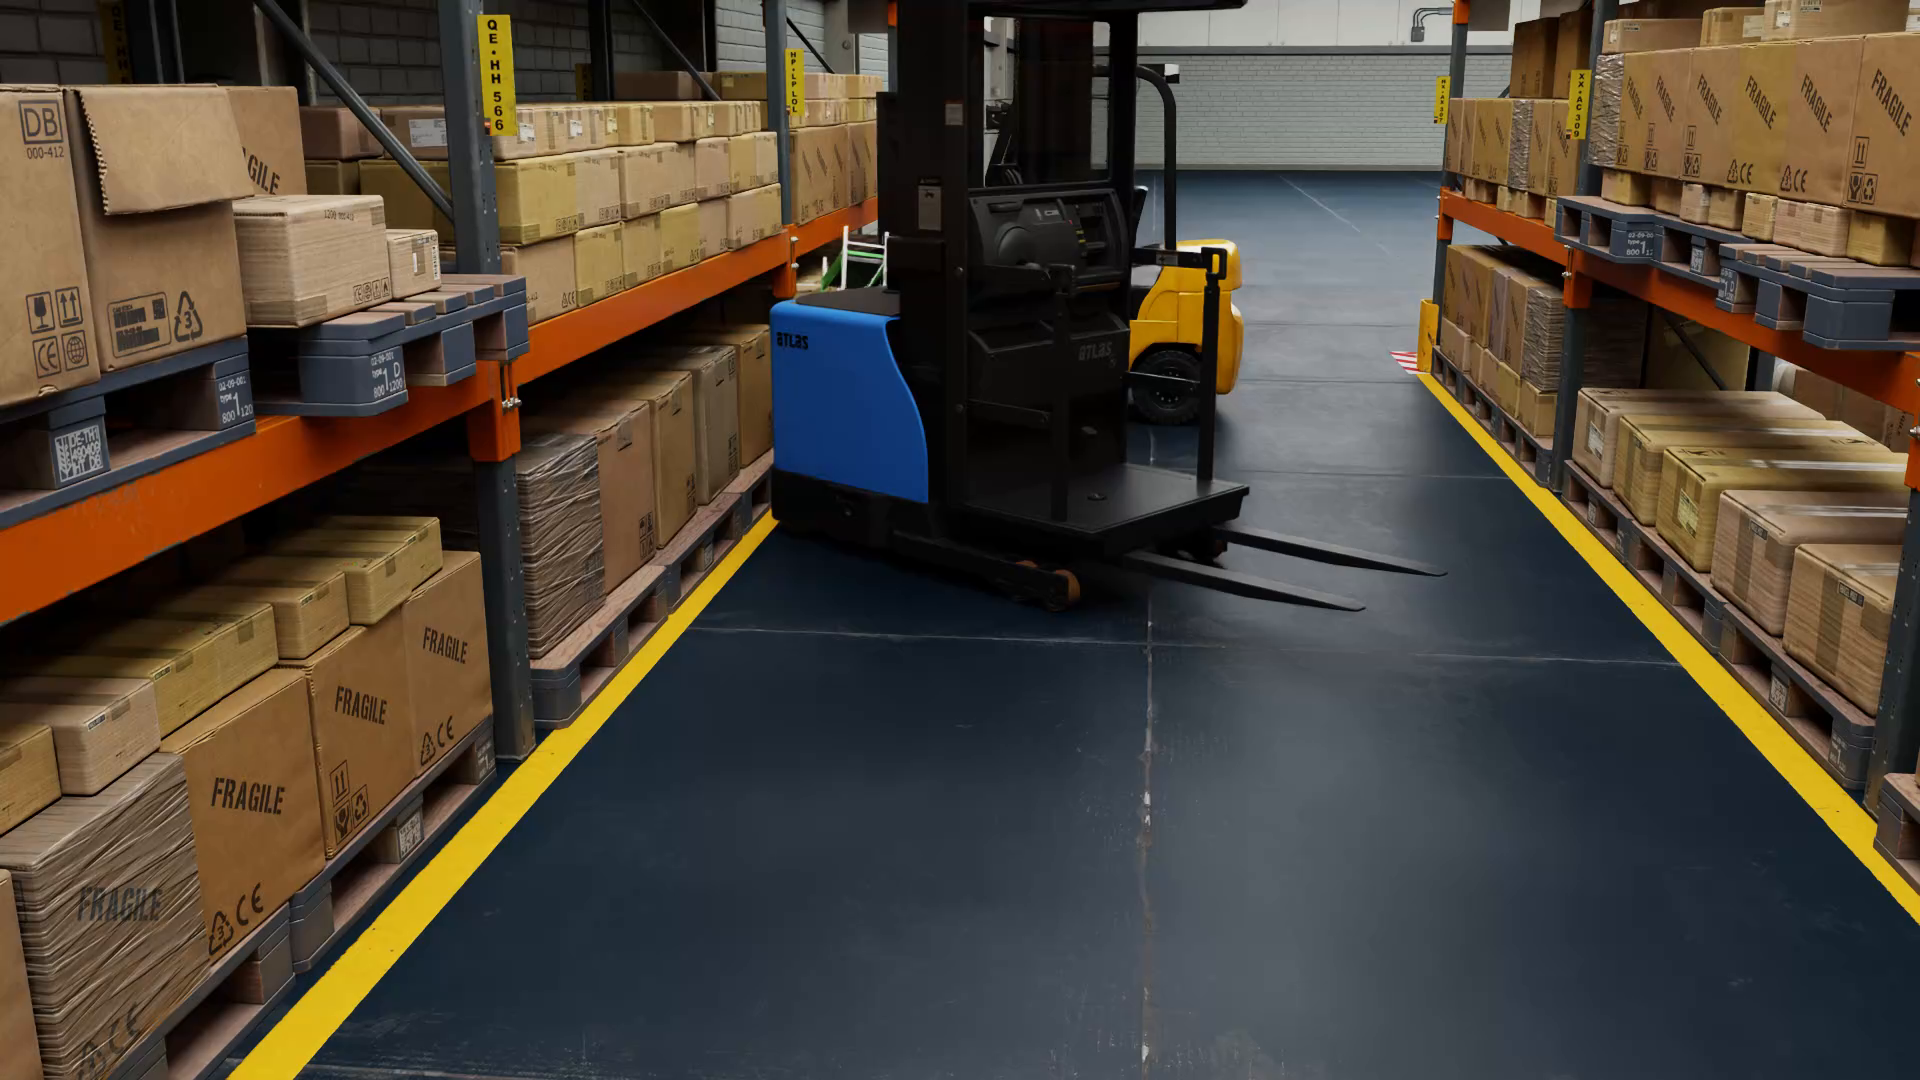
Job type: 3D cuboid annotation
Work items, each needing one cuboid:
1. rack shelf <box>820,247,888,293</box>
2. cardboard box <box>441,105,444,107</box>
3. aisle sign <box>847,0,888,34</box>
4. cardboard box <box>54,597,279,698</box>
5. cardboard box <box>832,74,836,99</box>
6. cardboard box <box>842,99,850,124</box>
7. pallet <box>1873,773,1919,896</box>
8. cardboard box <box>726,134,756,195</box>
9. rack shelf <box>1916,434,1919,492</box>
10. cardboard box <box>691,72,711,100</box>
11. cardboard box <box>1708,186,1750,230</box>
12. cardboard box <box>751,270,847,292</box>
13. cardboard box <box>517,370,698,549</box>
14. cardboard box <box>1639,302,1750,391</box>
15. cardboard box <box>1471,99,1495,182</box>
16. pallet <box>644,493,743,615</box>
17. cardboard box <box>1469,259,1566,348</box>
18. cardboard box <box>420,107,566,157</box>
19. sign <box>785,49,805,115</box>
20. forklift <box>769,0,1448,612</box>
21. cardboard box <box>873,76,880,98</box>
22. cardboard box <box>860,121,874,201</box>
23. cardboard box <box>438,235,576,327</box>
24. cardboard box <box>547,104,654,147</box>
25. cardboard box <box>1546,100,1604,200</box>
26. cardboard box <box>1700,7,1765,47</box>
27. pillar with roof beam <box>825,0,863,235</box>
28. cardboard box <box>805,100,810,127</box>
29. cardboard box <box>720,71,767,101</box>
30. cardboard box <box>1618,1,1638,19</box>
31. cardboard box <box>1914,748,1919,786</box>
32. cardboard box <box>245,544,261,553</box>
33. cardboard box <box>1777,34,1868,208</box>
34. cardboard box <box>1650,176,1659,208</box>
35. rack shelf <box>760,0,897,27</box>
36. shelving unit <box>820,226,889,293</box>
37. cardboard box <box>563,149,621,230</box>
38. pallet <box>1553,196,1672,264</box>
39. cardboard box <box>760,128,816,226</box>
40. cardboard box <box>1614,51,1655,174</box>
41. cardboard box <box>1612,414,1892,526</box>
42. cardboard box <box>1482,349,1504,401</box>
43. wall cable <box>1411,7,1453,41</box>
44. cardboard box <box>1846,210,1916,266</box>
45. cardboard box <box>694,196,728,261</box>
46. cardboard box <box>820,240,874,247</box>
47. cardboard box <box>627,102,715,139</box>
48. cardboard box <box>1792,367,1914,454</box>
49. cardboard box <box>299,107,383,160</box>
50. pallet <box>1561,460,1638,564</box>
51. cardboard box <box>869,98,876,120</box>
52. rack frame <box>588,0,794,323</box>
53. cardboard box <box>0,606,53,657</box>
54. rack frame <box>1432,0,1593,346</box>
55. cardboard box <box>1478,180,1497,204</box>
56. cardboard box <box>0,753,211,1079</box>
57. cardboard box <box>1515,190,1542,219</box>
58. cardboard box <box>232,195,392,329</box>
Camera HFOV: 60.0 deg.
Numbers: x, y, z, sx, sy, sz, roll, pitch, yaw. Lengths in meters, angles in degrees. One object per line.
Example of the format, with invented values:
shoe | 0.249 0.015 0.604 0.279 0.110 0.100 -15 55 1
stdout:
rack shelf | -0.562 -1.386 8.803 0.258 0.148 0.480 5 -11 -17
cardboard box | -1.927 -1.510 6.065 0.380 0.149 0.250 2 15 6
aisle sign | -0.634 -4.129 12.204 0.394 0.787 0.004 2 15 6
cardboard box | -1.789 0.242 3.763 0.380 0.149 0.250 2 15 8
cardboard box | -0.977 -2.808 10.298 0.380 0.149 0.250 2 15 6
cardboard box | -0.893 -2.665 10.336 0.380 0.149 0.250 1 15 5
pallet | 2.932 0.903 3.918 1.003 0.211 1.213 2 15 6
cardboard box | -1.237 -1.728 7.637 0.500 0.250 0.500 1 15 5
rack shelf | 2.870 0.221 2.477 1.077 0.370 4.000 2 15 6
cardboard box | -1.580 -2.488 9.114 0.380 0.149 0.250 1 15 5
cardboard box | 2.995 -1.223 6.115 0.380 0.149 0.250 1 15 4
cardboard box | -0.951 -1.435 9.768 0.500 0.250 0.500 2 15 6
cardboard box | -1.611 -0.353 6.964 0.875 0.625 0.625 1 15 4
cardboard box | 3.882 -1.065 8.881 0.500 0.500 0.500 2 15 9
cardboard box | 3.558 -2.531 10.513 0.500 0.500 0.500 1 15 5
pallet | -1.565 0.028 7.155 1.003 0.211 1.213 2 15 6
cardboard box | 3.511 -1.485 10.433 0.500 0.500 0.500 2 15 7
cardboard box | -1.479 -1.295 5.271 0.380 0.149 0.250 2 15 7
sign | -0.845 -2.335 8.485 0.100 0.325 0.005 2 15 6
forklift | 0.536 -1.285 6.798 3.031 2.935 1.130 14 20 41
cardboard box | -0.764 -3.138 11.515 0.380 0.149 0.250 2 15 8
cardboard box | -0.854 -2.511 11.010 0.500 0.500 0.500 1 15 5
cardboard box | -1.544 -0.826 5.257 0.500 0.250 0.500 2 15 6
cardboard box | -1.373 -1.561 6.254 0.380 0.149 0.250 2 15 7
cardboard box | 3.350 -1.997 8.540 0.500 0.500 0.500 1 15 5
cardboard box | 3.123 -1.994 6.481 0.380 0.149 0.250 3 15 9
pillar with roof beam | 3.047 -7.037 16.446 9.100 9.000 0.400 2 15 6
cardboard box | -1.058 -2.400 9.356 0.380 0.149 0.250 2 15 6
cardboard box | -1.054 -2.407 8.812 0.380 0.149 0.250 2 15 7
cardboard box | 3.892 -2.597 8.842 0.700 0.500 0.500 2 15 7
cardboard box | 2.936 0.354 3.871 0.875 0.875 0.875 2 15 6
cardboard box | -2.162 0.315 4.737 0.500 0.500 0.500 2 15 8
cardboard box | 2.919 -1.300 5.158 0.500 0.500 0.500 1 15 5
cardboard box | 3.178 -1.490 7.102 0.380 0.149 0.250 3 15 10
rack shelf | -1.159 -3.447 10.296 1.077 0.370 4.000 2 15 6
shelving unit | -0.573 -0.977 8.727 0.258 1.200 0.503 5 -11 -17
cardboard box | -1.486 -1.197 5.672 0.500 0.250 0.500 2 15 8
pallet | 3.317 -1.396 7.446 1.003 0.211 1.213 2 15 6
cardboard box | -1.076 -1.984 9.060 0.500 0.500 0.500 1 15 5
cardboard box | 3.154 -1.834 7.133 0.500 0.500 0.500 2 15 6
cardboard box | 3.413 -0.294 7.233 0.950 0.372 0.625 3 15 10
cardboard box | 3.459 -0.989 10.038 0.500 0.250 0.500 2 15 7
wall cable | 12.555 -15.471 41.123 2.305 6.003 0.169 2 15 6
cardboard box | 2.858 -0.890 4.885 0.380 0.149 0.250 2 15 7
cardboard box | -1.320 -1.359 7.227 0.500 0.250 0.500 2 15 7
cardboard box | -0.728 -1.962 11.720 0.500 0.250 0.500 2 15 7
cardboard box | -1.284 -1.827 7.236 0.380 0.149 0.250 1 15 5
cardboard box | 5.020 -0.715 9.344 0.500 0.500 0.500 -14 20 -42
cardboard box | -2.001 -1.242 5.075 0.380 0.149 0.250 2 15 8
pallet | 3.461 -0.135 7.755 1.003 0.211 1.213 2 15 6
cardboard box | -0.784 -2.996 11.561 0.380 0.149 0.250 2 15 7
rack frame | -1.385 -1.828 8.676 1.000 3.000 0.127 2 15 6
cardboard box | -2.333 0.229 3.810 0.380 0.149 0.250 1 15 4
rack frame | 3.999 -2.720 11.975 1.000 3.000 0.127 2 15 6
cardboard box | 3.560 -2.252 10.725 0.380 0.149 0.250 2 15 8
cardboard box | -1.834 0.730 3.200 0.500 0.500 0.500 1 15 4
cardboard box | 3.392 -1.917 9.488 0.380 0.149 0.250 1 15 5
cardboard box | -1.634 -0.638 3.756 0.500 0.250 0.500 1 15 4
